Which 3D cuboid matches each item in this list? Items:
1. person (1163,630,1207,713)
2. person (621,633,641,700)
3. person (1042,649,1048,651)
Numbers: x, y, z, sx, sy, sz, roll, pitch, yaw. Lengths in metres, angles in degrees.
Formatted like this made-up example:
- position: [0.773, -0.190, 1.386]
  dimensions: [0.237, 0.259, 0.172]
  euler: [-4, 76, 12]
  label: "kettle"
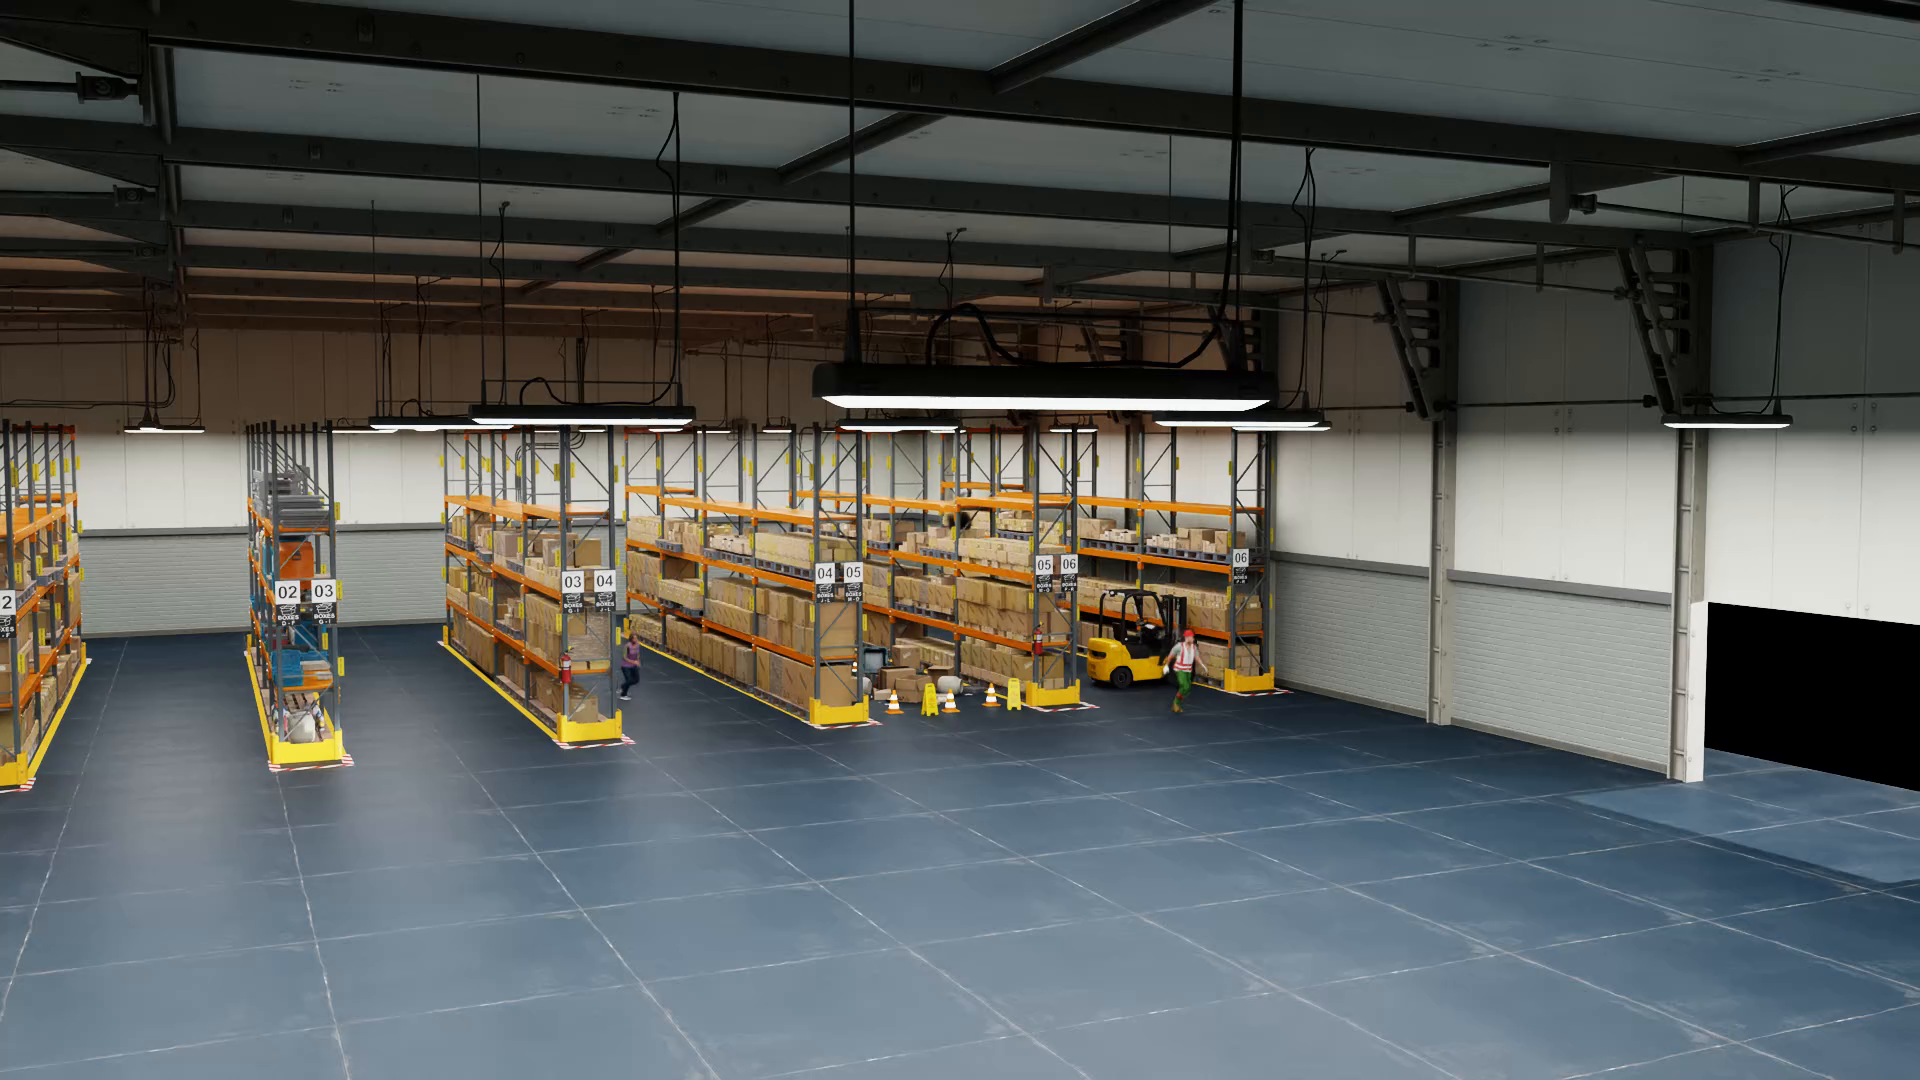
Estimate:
- position: [4.646, 2.705, 34.129]
  dimensions: [0.657, 1.731, 0.760]
  euler: [-2, 4, -34]
  label: "person"
- position: [-7.146, 2.733, 35.995]
  dimensions: [0.707, 1.493, 0.525]
  euler: [3, 4, 37]
  label: "person"
- position: [1.893, 2.247, 42.778]
  dimensions: [0.601, 1.626, 0.943]
  euler: [-3, 5, -40]
  label: "person"
